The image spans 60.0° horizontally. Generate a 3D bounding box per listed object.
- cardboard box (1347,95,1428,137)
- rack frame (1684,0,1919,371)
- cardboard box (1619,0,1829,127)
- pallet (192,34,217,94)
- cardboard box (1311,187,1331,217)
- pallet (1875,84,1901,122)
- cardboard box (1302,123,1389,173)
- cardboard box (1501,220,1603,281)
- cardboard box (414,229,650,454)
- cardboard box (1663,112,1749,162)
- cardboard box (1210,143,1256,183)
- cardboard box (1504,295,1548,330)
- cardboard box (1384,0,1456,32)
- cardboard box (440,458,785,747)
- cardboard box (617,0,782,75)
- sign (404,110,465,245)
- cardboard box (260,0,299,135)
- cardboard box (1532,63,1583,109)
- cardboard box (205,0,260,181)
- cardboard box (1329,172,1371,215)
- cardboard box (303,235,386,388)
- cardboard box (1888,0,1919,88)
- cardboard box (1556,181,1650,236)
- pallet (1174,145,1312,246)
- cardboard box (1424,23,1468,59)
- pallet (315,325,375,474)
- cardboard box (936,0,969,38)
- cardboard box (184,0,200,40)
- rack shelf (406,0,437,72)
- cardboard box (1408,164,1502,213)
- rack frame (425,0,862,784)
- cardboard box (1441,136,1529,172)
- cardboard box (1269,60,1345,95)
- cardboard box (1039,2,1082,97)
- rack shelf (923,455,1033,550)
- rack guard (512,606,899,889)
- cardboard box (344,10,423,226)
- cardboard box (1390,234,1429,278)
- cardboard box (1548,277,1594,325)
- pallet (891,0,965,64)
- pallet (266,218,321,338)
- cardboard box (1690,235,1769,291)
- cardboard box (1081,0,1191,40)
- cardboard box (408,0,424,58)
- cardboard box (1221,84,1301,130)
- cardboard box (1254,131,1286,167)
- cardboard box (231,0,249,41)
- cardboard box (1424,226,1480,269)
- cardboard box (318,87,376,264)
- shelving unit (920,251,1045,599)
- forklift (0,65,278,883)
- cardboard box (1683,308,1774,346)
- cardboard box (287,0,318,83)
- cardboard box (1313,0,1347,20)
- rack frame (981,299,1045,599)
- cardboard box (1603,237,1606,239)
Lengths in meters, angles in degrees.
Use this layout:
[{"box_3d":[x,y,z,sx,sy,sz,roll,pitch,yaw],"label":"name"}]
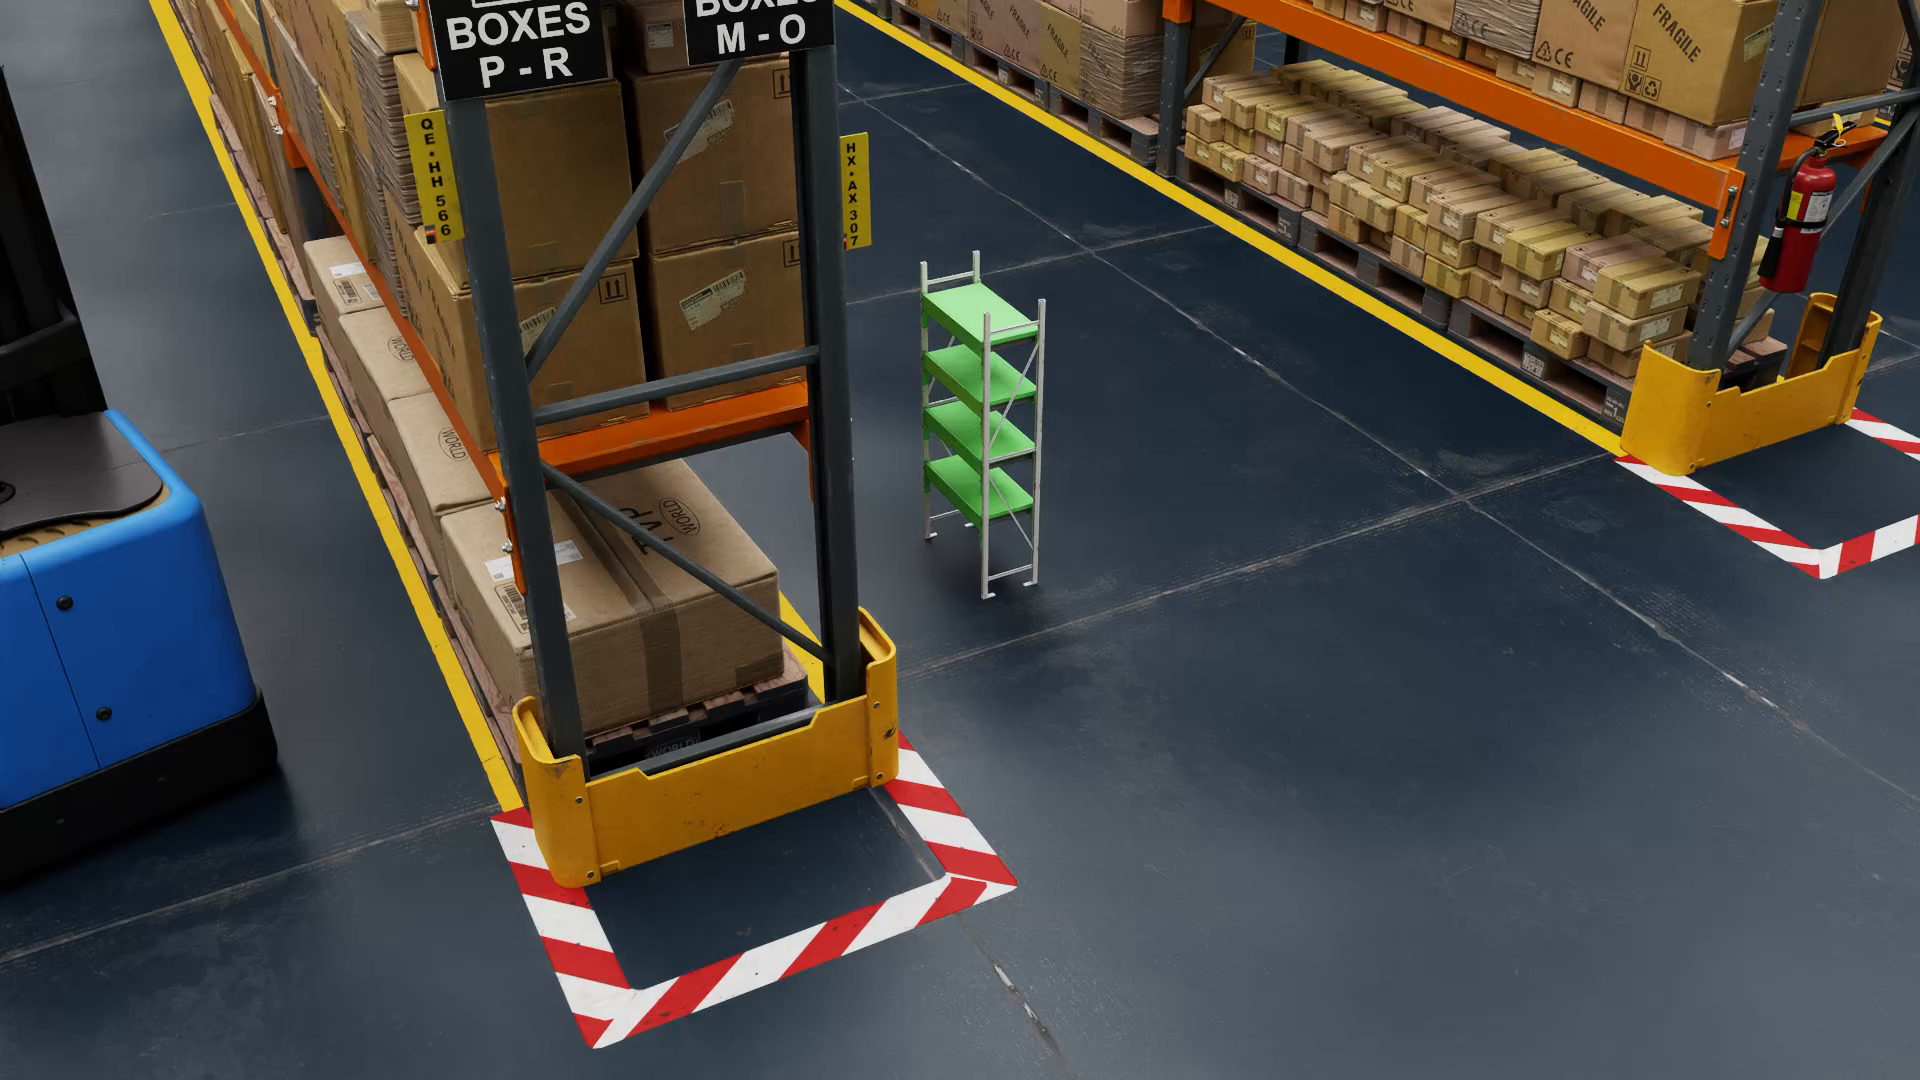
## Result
[{"box_3d":[2.403,-2.376,9.381,0.380,0.149,0.250,-15,35,-22],"label":"cardboard box"},{"box_3d":[3.543,-1.717,6.650,1.000,3.000,0.127,-16,36,-23],"label":"rack frame"},{"box_3d":[3.106,-2.034,6.776,0.500,0.500,0.500,-15,36,-22],"label":"cardboard box"},{"box_3d":[-4.882,-3.441,11.925,1.003,0.211,1.213,-16,36,-23],"label":"pallet"},{"box_3d":[2.168,-1.887,9.169,0.380,0.149,0.250,-17,37,-25],"label":"cardboard box"},{"box_3d":[6.398,-3.269,11.656,1.003,0.211,1.213,-16,36,-23],"label":"pallet"},{"box_3d":[2.081,-2.121,8.982,0.380,0.149,0.250,-15,36,-22],"label":"cardboard box"},{"box_3d":[2.772,-1.359,7.793,0.380,0.149,0.250,-17,36,-24],"label":"cardboard box"},{"box_3d":[-1.248,-0.630,4.860,0.500,0.500,0.500,-16,36,-23],"label":"cardboard box"},{"box_3d":[3.141,-1.696,6.849,0.380,0.149,0.250,-16,36,-23],"label":"cardboard box"},{"box_3d":[1.687,-2.221,9.690,0.380,0.149,0.250,-15,35,-22],"label":"cardboard box"},{"box_3d":[2.857,-1.137,7.998,0.380,0.149,0.250,-16,36,-23],"label":"cardboard box"},{"box_3d":[2.402,-2.762,7.911,0.500,0.500,0.500,-14,35,-21],"label":"cardboard box"},{"box_3d":[-1.185,0.188,5.661,0.875,0.438,0.875,-17,36,-25],"label":"cardboard box"},{"box_3d":[-0.710,-1.399,4.533,0.380,0.149,0.250,-15,36,-22],"label":"cardboard box"},{"box_3d":[-1.276,-0.881,4.052,0.100,0.325,0.005,-16,36,-23],"label":"sign"},{"box_3d":[-2.667,-2.085,7.131,0.500,0.500,0.500,-15,35,-22],"label":"cardboard box"},{"box_3d":[2.788,-2.056,7.411,0.380,0.149,0.250,-15,36,-22],"label":"cardboard box"},{"box_3d":[-3.858,-2.747,9.837,0.875,0.875,0.875,-15,36,-23],"label":"cardboard box"},{"box_3d":[2.199,-1.866,8.859,0.380,0.149,0.250,-16,36,-23],"label":"cardboard box"},{"box_3d":[-2.456,-1.104,7.679,0.875,0.438,0.875,-16,36,-24],"label":"cardboard box"},{"box_3d":[6.769,-3.343,10.768,0.875,0.875,0.875,-16,36,-23],"label":"cardboard box"},{"box_3d":[3.171,-1.631,8.217,0.380,0.149,0.250,-18,37,-25],"label":"cardboard box"},{"box_3d":[2.022,-2.140,9.895,1.003,0.211,1.213,-16,36,-23],"label":"pallet"},{"box_3d":[2.480,-2.455,8.035,0.380,0.149,0.250,-15,36,-22],"label":"cardboard box"},{"box_3d":[-2.369,-0.776,7.766,1.003,0.211,1.213,-16,36,-23],"label":"pallet"},{"box_3d":[0.155,-4.019,12.170,0.500,0.500,0.500,-15,36,-23],"label":"cardboard box"},{"box_3d":[-5.125,-3.934,12.157,0.950,0.372,0.625,-17,36,-24],"label":"cardboard box"},{"box_3d":[-1.722,-2.339,5.506,1.077,0.370,4.000,-16,36,-23],"label":"rack shelf"},{"box_3d":[2.508,-1.766,8.429,0.380,0.149,0.250,-17,36,-25],"label":"cardboard box"},{"box_3d":[-0.789,-0.424,4.631,1.000,3.000,0.127,-16,36,-23],"label":"rack frame"},{"box_3d":[2.766,-1.999,8.791,0.380,0.149,0.250,-16,36,-23],"label":"cardboard box"},{"box_3d":[2.074,-2.749,9.962,0.380,0.149,0.250,-15,36,-22],"label":"cardboard box"},{"box_3d":[0.871,-3.285,11.025,0.500,0.500,0.500,-17,36,-24],"label":"cardboard box"},{"box_3d":[0.077,-0.170,6.467,0.258,0.148,0.480,-16,36,-23],"label":"rack shelf"},{"box_3d":[-0.778,0.640,5.288,1.175,0.500,0.348,-16,36,-23],"label":"rack guard"},{"box_3d":[-1.494,-1.299,4.978,0.500,0.500,0.500,-16,36,-23],"label":"cardboard box"},{"box_3d":[2.446,-1.493,8.554,0.380,0.149,0.250,-15,36,-22],"label":"cardboard box"},{"box_3d":[2.970,-1.137,7.722,0.380,0.149,0.250,-17,36,-24],"label":"cardboard box"},{"box_3d":[0.176,-3.988,12.778,1.003,0.211,1.213,-16,36,-23],"label":"pallet"},{"box_3d":[-3.080,-1.508,8.908,1.003,0.211,1.213,-16,36,-23],"label":"pallet"},{"box_3d":[3.599,-1.280,7.669,0.380,0.149,0.250,-18,37,-25],"label":"cardboard box"},{"box_3d":[1.107,-3.358,10.444,0.500,0.250,0.500,-17,36,-24],"label":"cardboard box"},{"box_3d":[-1.273,-1.396,4.528,0.380,0.149,0.250,-15,36,-22],"label":"cardboard box"},{"box_3d":[1.731,-2.490,9.558,0.380,0.149,0.250,-14,35,-21],"label":"cardboard box"},{"box_3d":[1.907,-2.269,9.489,0.380,0.149,0.250,-16,36,-23],"label":"cardboard box"},{"box_3d":[-3.323,-2.664,8.266,0.500,0.250,0.500,-16,36,-24],"label":"cardboard box"},{"box_3d":[2.548,-1.490,8.273,0.380,0.149,0.250,-15,36,-22],"label":"cardboard box"},{"box_3d":[-1.970,-1.359,5.998,0.500,0.500,0.500,-15,35,-22],"label":"cardboard box"},{"box_3d":[0.077,-0.426,6.303,0.258,1.200,0.503,-16,36,-23],"label":"shelving unit"},{"box_3d":[-3.599,-0.888,5.419,1.130,2.935,3.031,-25,40,-33],"label":"forklift"},{"box_3d":[3.582,-1.024,7.822,0.380,0.149,0.250,-15,36,-22],"label":"cardboard box"},{"box_3d":[-2.187,-2.018,6.099,0.500,0.500,0.500,-15,36,-22],"label":"cardboard box"},{"box_3d":[2.059,-2.816,8.598,0.380,0.149,0.250,-15,36,-22],"label":"cardboard box"},{"box_3d":[0.191,-0.310,6.121,0.240,1.200,0.015,-16,36,-23],"label":"rack frame"},{"box_3d":[3.256,-1.373,8.090,0.380,0.149,0.250,-15,36,-23],"label":"cardboard box"}]
